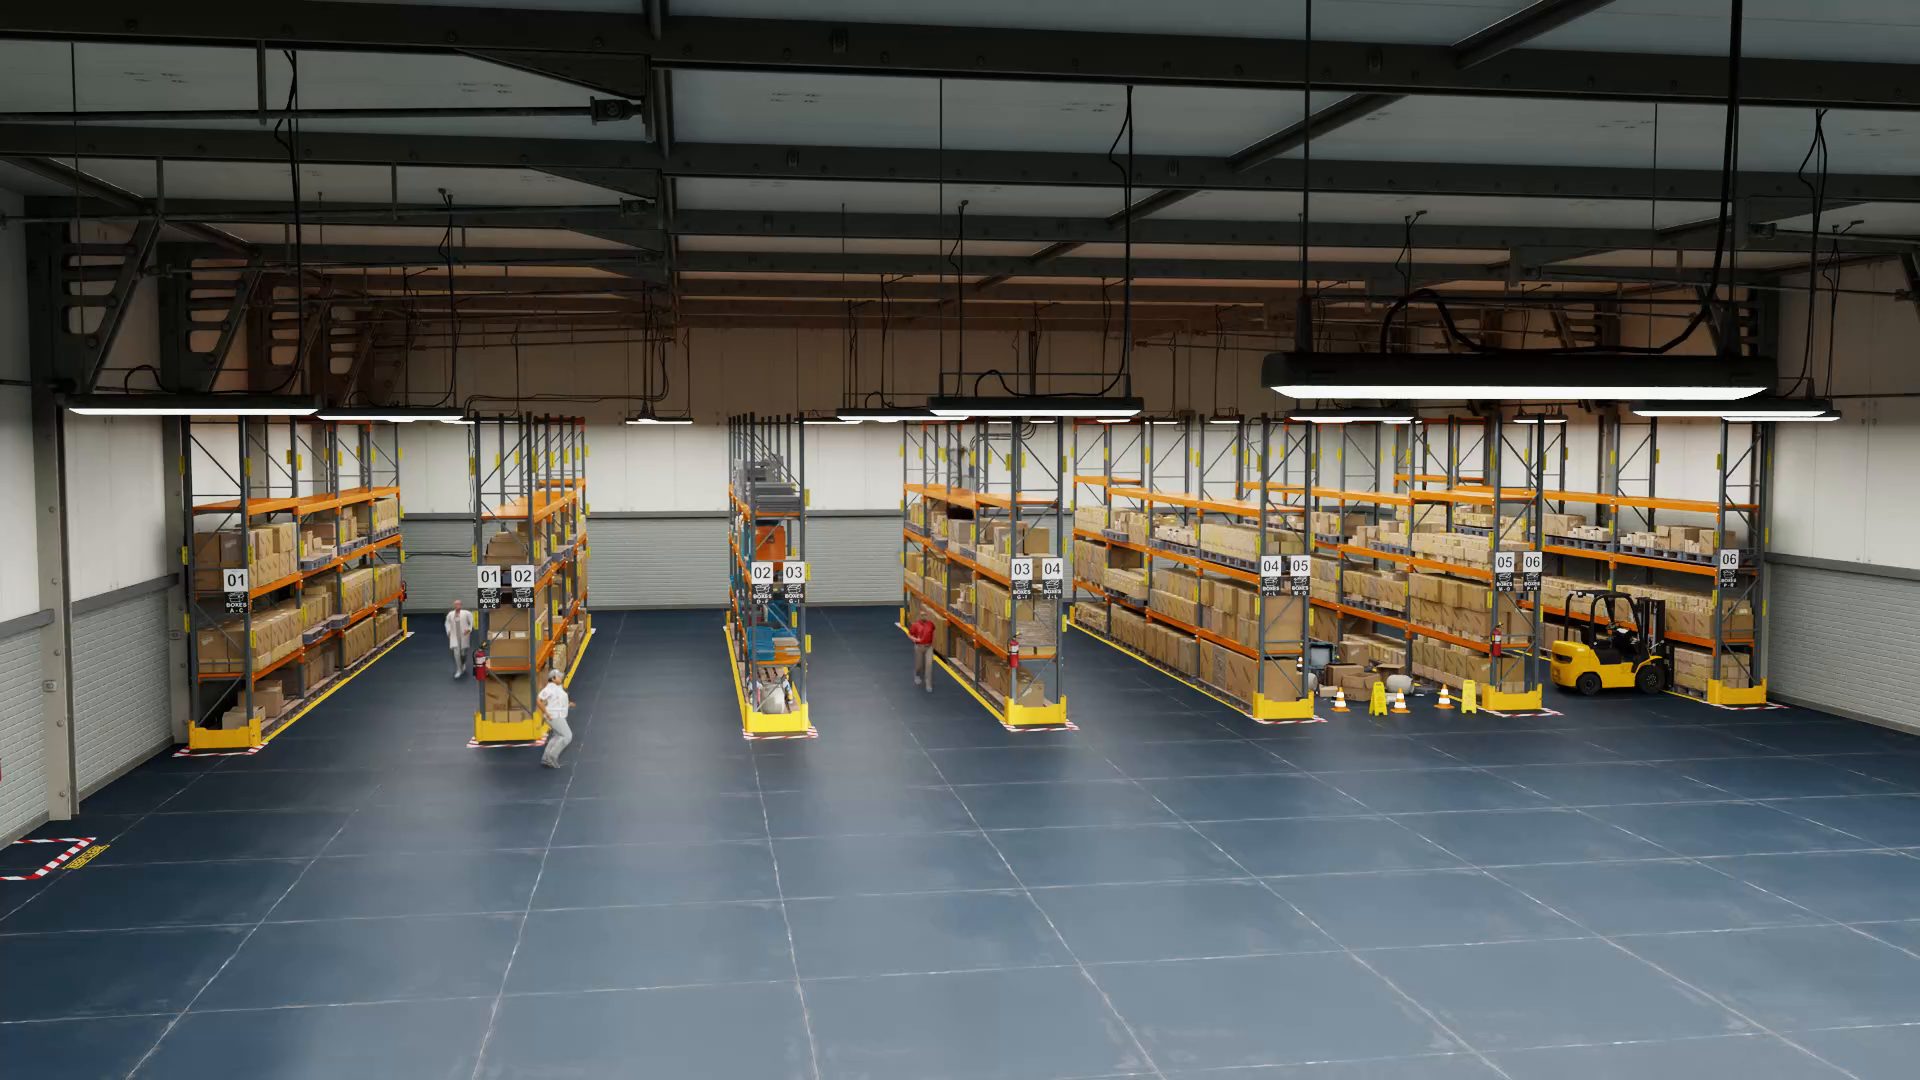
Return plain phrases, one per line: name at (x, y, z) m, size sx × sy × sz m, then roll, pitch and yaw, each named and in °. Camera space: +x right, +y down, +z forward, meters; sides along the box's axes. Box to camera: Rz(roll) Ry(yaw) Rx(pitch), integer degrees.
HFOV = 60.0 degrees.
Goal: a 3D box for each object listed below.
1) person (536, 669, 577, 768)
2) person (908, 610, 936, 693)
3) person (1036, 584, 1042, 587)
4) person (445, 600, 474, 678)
person at (-6.750, 2.997, 27.920) m, size 0.643 × 1.650 × 0.587 m, roll 0°, pitch 4°, yaw 5°
person at (-0.805, 2.397, 36.260) m, size 0.662 × 1.743 × 0.970 m, roll -1°, pitch 4°, yaw -14°
person at (2.304, 1.712, 46.399) m, size 0.653 × 1.729 × 0.579 m, roll -1°, pitch 4°, yaw -10°
person at (-11.514, 2.257, 38.278) m, size 0.707 × 1.762 × 0.752 m, roll 0°, pitch 4°, yaw -6°
